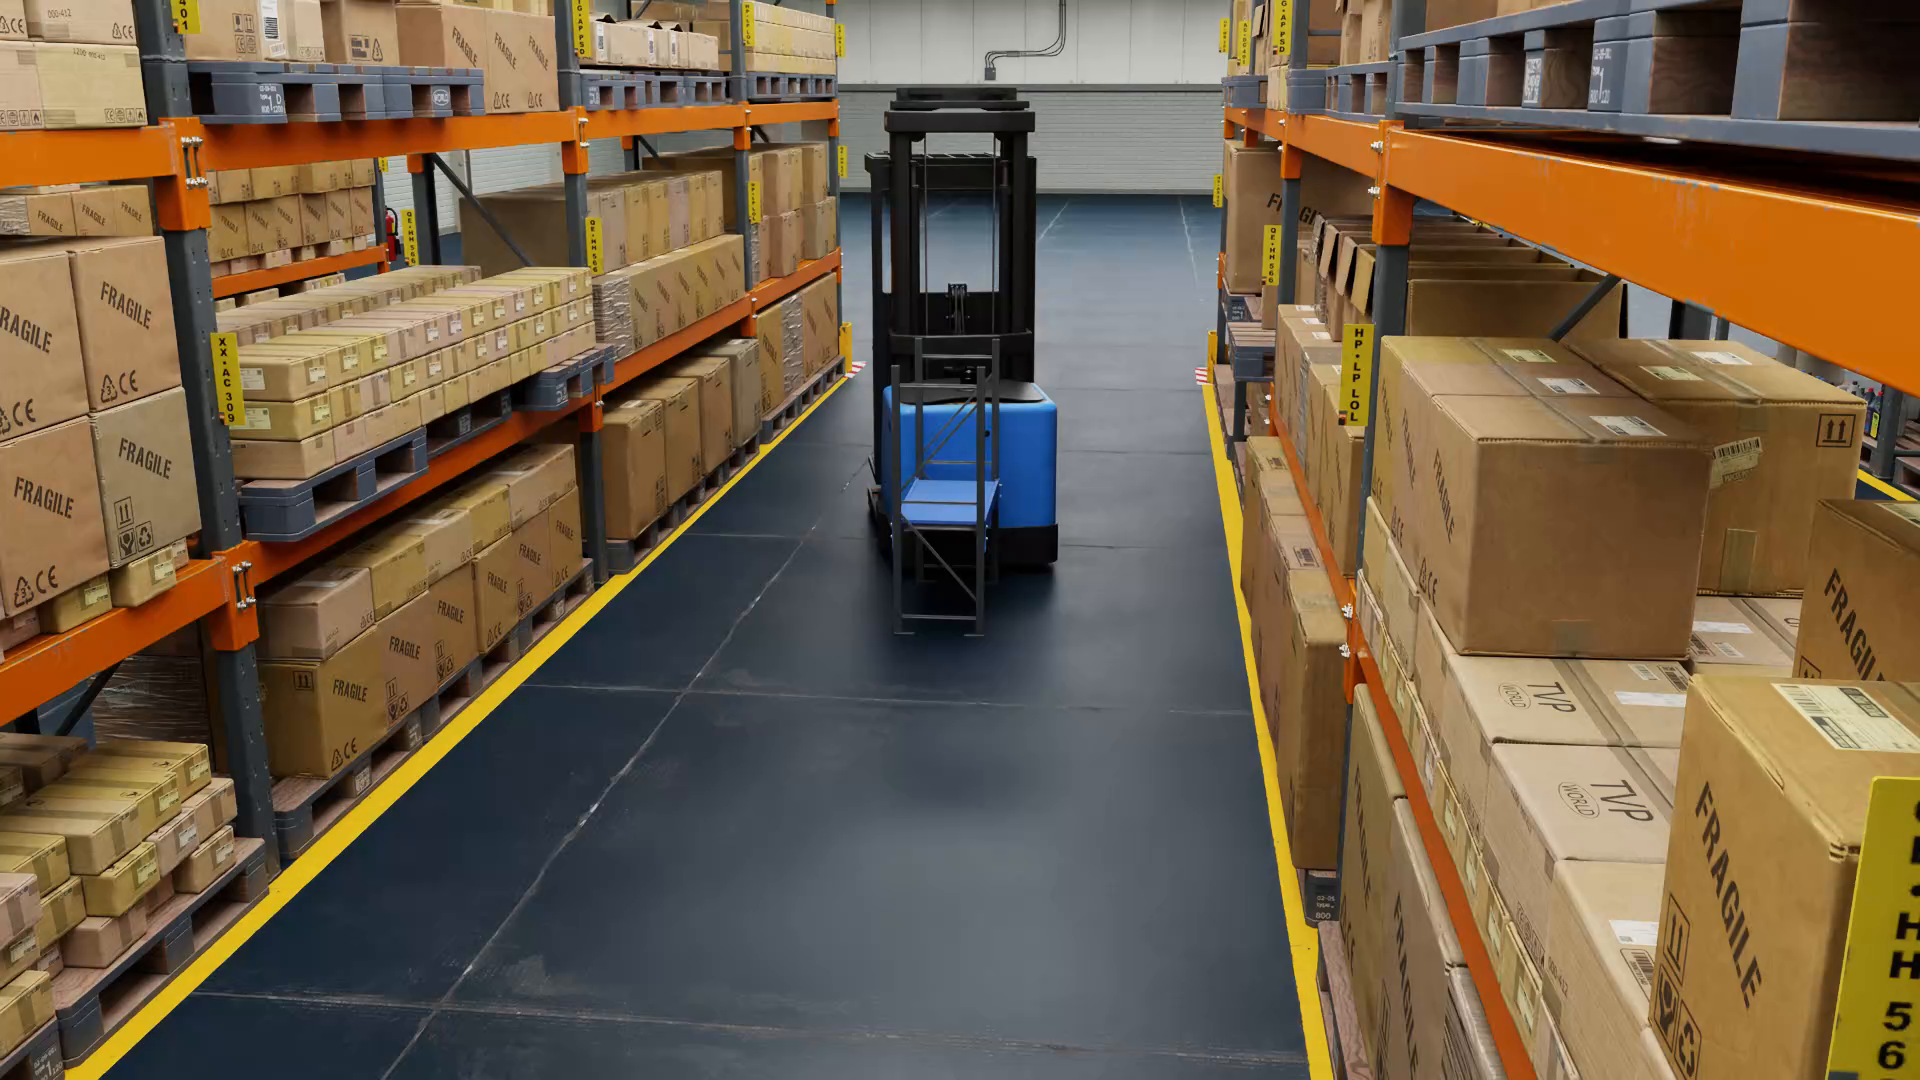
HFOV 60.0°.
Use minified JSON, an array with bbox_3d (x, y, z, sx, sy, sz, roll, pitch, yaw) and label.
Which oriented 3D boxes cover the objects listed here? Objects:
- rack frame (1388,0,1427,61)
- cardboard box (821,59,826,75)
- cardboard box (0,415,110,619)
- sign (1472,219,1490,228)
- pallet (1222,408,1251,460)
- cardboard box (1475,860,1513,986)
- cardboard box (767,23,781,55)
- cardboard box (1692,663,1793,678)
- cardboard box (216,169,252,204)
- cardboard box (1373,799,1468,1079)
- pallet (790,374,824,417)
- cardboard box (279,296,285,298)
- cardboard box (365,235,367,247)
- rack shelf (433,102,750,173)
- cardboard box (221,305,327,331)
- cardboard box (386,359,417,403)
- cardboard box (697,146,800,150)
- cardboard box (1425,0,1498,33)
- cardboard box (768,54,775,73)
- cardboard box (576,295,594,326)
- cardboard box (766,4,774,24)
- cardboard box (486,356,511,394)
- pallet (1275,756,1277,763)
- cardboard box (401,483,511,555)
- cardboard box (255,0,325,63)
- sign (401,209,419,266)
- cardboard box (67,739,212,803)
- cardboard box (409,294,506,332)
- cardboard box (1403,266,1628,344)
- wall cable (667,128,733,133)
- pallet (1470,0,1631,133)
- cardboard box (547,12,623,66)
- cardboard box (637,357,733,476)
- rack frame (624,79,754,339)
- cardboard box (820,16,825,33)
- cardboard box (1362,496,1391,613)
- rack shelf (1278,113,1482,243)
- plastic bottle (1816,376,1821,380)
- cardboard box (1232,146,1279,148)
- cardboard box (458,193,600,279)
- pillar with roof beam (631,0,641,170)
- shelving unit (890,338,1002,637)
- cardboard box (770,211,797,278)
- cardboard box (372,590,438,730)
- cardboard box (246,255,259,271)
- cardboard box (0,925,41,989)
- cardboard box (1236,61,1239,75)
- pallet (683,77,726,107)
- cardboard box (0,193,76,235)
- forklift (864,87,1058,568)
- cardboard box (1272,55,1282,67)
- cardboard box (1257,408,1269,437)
[{"bbox_3d":[1.801,-2.884,4.589,1.000,3.000,0.127,2,15,6],"label":"rack frame"},{"bbox_3d":[-1.520,-4.622,16.249,0.380,0.149,0.250,2,15,7],"label":"cardboard box"},{"bbox_3d":[-2.949,-0.084,4.964,0.500,0.500,0.500,1,15,5],"label":"cardboard box"},{"bbox_3d":[2.804,-1.569,9.000,0.100,0.325,0.005,2,15,6],"label":"sign"},{"bbox_3d":[2.744,-0.892,14.057,1.003,0.211,1.213,2,15,6],"label":"pallet"},{"bbox_3d":[1.205,0.736,3.174,0.380,0.149,0.250,2,15,6],"label":"cardboard box"},{"bbox_3d":[-1.824,-4.255,14.126,0.500,0.250,0.500,2,15,6],"label":"cardboard box"},{"bbox_3d":[1.838,0.461,3.429,0.500,0.250,0.500,1,15,5],"label":"cardboard box"},{"bbox_3d":[-6.798,-3.269,14.828,0.700,0.500,0.500,2,15,7],"label":"cardboard box"},{"bbox_3d":[1.546,1.237,4.107,0.875,0.875,0.875,2,15,6],"label":"cardboard box"},{"bbox_3d":[-1.914,-1.401,15.941,1.003,0.211,1.213,2,15,6],"label":"pallet"},{"bbox_3d":[-6.642,-2.148,16.386,0.500,0.500,0.500,1,15,5],"label":"cardboard box"},{"bbox_3d":[-6.521,-3.168,17.612,0.380,0.149,0.250,2,15,8],"label":"cardboard box"},{"bbox_3d":[-2.439,-2.817,11.466,1.077,0.370,4.000,2,15,6],"label":"rack shelf"},{"bbox_3d":[-3.117,-0.977,7.566,0.380,0.149,0.250,1,15,4],"label":"cardboard box"},{"bbox_3d":[-2.530,-0.676,7.022,0.380,0.149,0.250,1,15,4],"label":"cardboard box"},{"bbox_3d":[-2.011,-3.485,15.947,0.875,0.550,0.550,2,15,6],"label":"cardboard box"},{"bbox_3d":[1.857,-1.838,5.470,0.700,0.500,0.500,2,15,8],"label":"cardboard box"},{"bbox_3d":[-1.777,-4.029,14.056,0.380,0.149,0.250,2,15,6],"label":"cardboard box"},{"bbox_3d":[-2.268,-1.281,9.261,0.380,0.149,0.250,2,15,7],"label":"cardboard box"},{"bbox_3d":[-1.778,-4.414,13.951,0.380,0.149,0.250,2,15,6],"label":"cardboard box"},{"bbox_3d":[-2.413,-0.805,8.071,0.380,0.149,0.250,2,15,8],"label":"cardboard box"},{"bbox_3d":[1.948,0.838,7.658,1.003,0.211,1.213,2,15,6],"label":"pallet"},{"bbox_3d":[-2.600,-0.108,8.363,0.500,0.250,0.500,2,15,8],"label":"cardboard box"},{"bbox_3d":[-2.808,-1.990,6.395,0.500,0.311,0.500,1,15,5],"label":"cardboard box"},{"bbox_3d":[-3.216,-1.772,9.752,0.100,0.325,0.005,2,15,6],"label":"sign"},{"bbox_3d":[-2.897,0.826,5.879,0.380,0.149,0.250,2,15,8],"label":"cardboard box"},{"bbox_3d":[-2.412,-1.091,7.986,0.380,0.149,0.250,2,15,9],"label":"cardboard box"},{"bbox_3d":[1.865,-0.687,5.841,0.797,0.503,0.637,1,15,5],"label":"cardboard box"},{"bbox_3d":[-7.567,-13.287,49.008,3.097,2.526,0.112,2,15,6],"label":"wall cable"},{"bbox_3d":[1.558,-0.866,3.041,1.003,0.211,1.213,2,15,6],"label":"pallet"},{"bbox_3d":[-2.364,-3.035,10.068,0.500,0.311,0.500,2,15,6],"label":"cardboard box"},{"bbox_3d":[-2.306,-0.938,12.391,1.050,0.750,0.750,2,15,6],"label":"cardboard box"},{"bbox_3d":[-2.213,-2.235,13.682,1.000,3.000,0.127,2,15,6],"label":"rack frame"},{"bbox_3d":[-1.521,-5.007,16.143,0.380,0.149,0.250,2,15,7],"label":"cardboard box"},{"bbox_3d":[1.488,0.055,4.930,0.500,0.250,0.500,1,15,5],"label":"cardboard box"},{"bbox_3d":[2.027,-1.608,6.992,1.077,0.370,4.000,2,15,6],"label":"rack shelf"},{"bbox_3d":[7.524,-1.300,14.607,0.097,0.271,0.097,0,15,0],"label":"plastic bottle"},{"bbox_3d":[2.594,-3.122,14.284,0.500,0.500,0.500,2,15,6],"label":"cardboard box"},{"bbox_3d":[-2.604,-1.845,10.132,0.700,0.500,0.500,2,15,6],"label":"cardboard box"},{"bbox_3d":[-4.935,-13.934,45.452,9.100,9.000,0.400,2,15,6],"label":"pillar with roof beam"},{"bbox_3d":[-0.066,-0.329,9.506,0.538,1.500,1.048,1,15,5],"label":"shelving unit"},{"bbox_3d":[-1.966,-2.684,15.053,0.875,0.550,0.550,2,15,6],"label":"cardboard box"},{"bbox_3d":[-2.711,0.522,7.468,0.500,0.500,0.500,2,15,9],"label":"cardboard box"},{"bbox_3d":[-6.751,-2.576,15.423,0.380,0.149,0.250,2,15,6],"label":"cardboard box"},{"bbox_3d":[-3.001,1.230,4.954,0.380,0.149,0.250,2,15,8],"label":"cardboard box"},{"bbox_3d":[2.730,-4.339,15.239,0.380,0.149,0.250,2,15,6],"label":"cardboard box"},{"bbox_3d":[-2.268,-3.352,12.431,0.805,0.209,1.217,1,15,4],"label":"pallet"},{"bbox_3d":[-7.086,-2.361,12.580,0.500,0.500,0.500,2,15,8],"label":"cardboard box"},{"bbox_3d":[-0.071,-1.577,11.378,1.130,2.935,3.031,-2,15,-6],"label":"forklift"},{"bbox_3d":[2.105,-3.028,9.716,0.500,0.500,0.500,2,15,6],"label":"cardboard box"},{"bbox_3d":[2.478,-0.642,11.735,0.700,0.500,0.500,0,15,1],"label":"cardboard box"}]
